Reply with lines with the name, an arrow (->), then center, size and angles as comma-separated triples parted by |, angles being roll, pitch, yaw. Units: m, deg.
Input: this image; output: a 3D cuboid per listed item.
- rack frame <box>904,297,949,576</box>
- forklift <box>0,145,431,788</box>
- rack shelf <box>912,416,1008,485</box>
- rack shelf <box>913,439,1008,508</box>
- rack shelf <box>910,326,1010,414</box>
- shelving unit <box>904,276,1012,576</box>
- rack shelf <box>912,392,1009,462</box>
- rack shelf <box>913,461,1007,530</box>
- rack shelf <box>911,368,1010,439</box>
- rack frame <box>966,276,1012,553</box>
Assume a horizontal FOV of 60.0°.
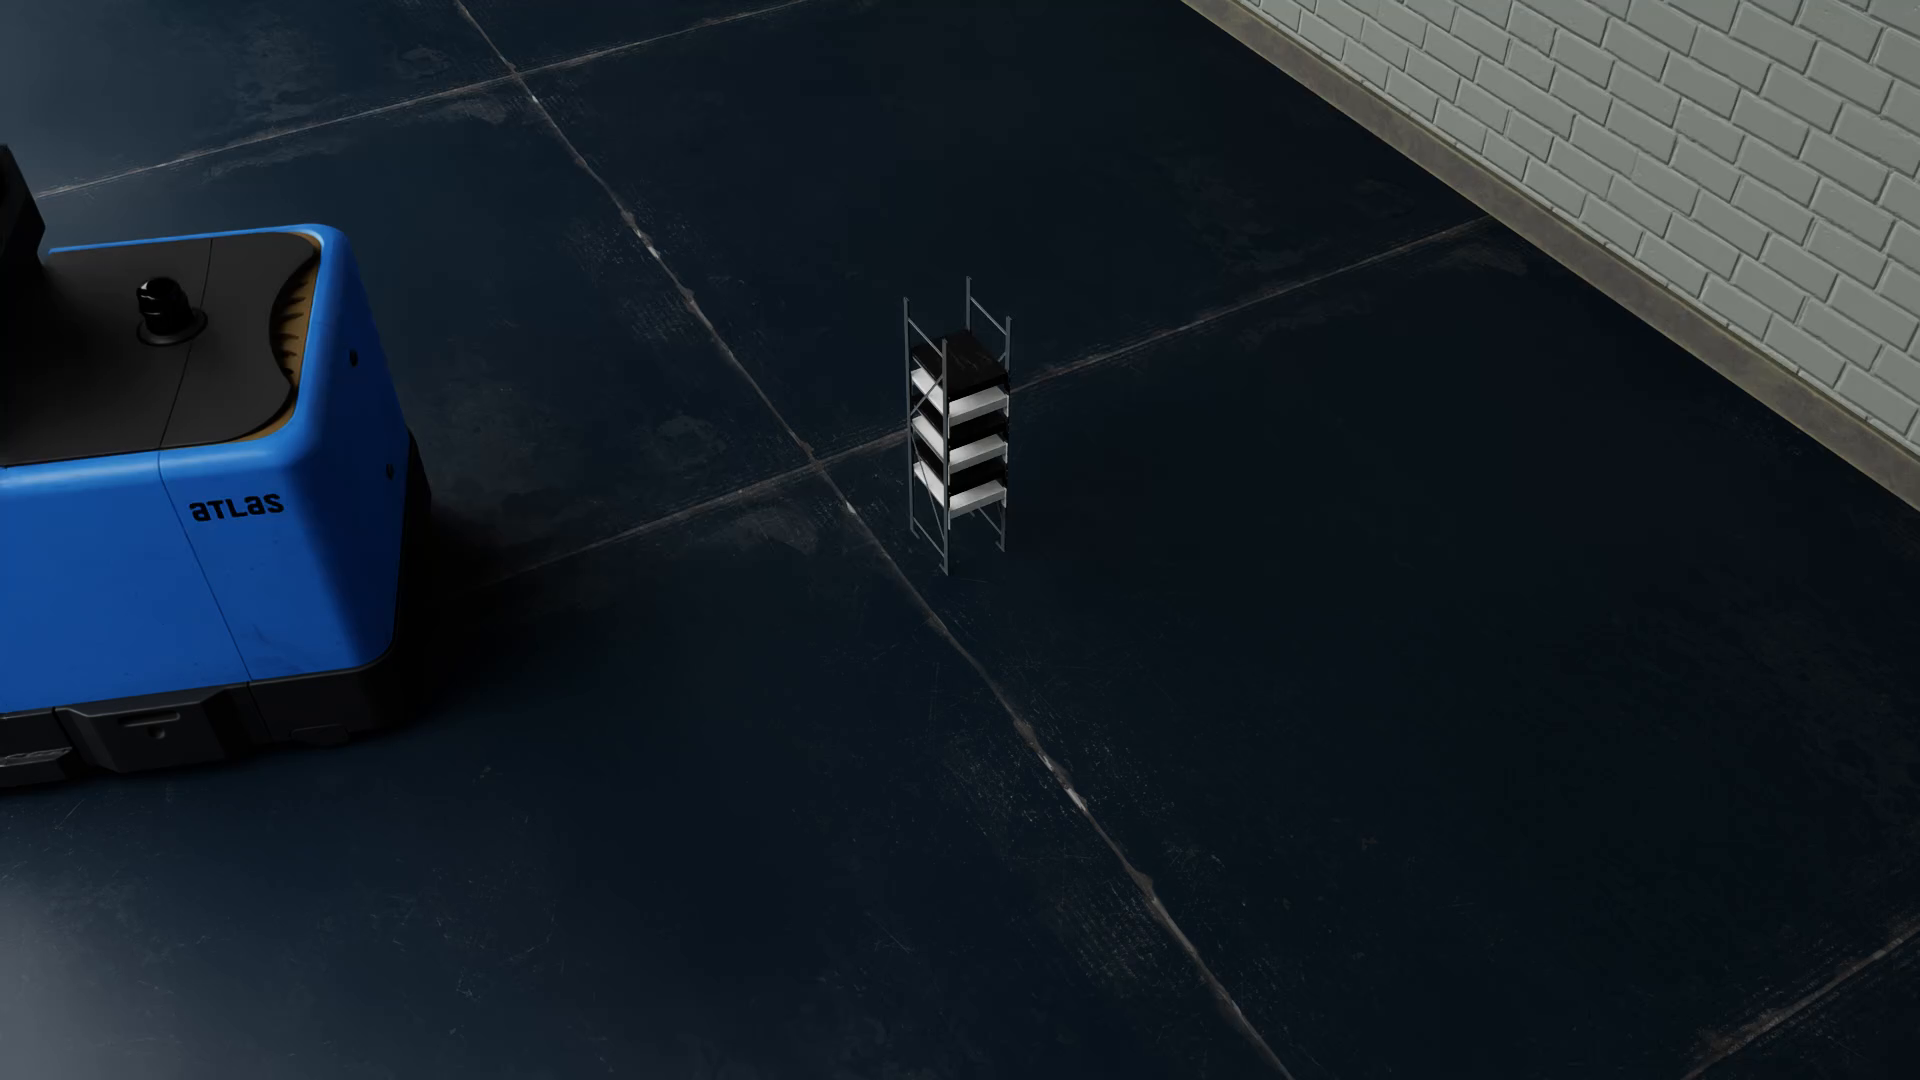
rack frame -> -0.095, -0.285, 4.897 | 0.006, 0.900, 0.240 | -22, 48, -21
forklift -> -3.097, -0.663, 3.828 | 3.031, 2.935, 1.130 | -7, 45, -7
rack shelf -> -0.007, -0.296, 4.957 | 0.200, 0.077, 0.258 | -22, 48, -21
rack shelf -> -0.007, -0.232, 5.020 | 0.200, 0.077, 0.258 | -22, 48, -21
rack shelf -> -0.007, -0.490, 4.769 | 0.200, 0.077, 0.258 | -22, 48, -21
shelving unit -> -0.007, -0.320, 4.934 | 0.210, 0.900, 0.258 | -22, 48, -21
rack shelf -> -0.007, -0.361, 4.894 | 0.200, 0.077, 0.258 | -22, 48, -21
rack shelf -> -0.007, -0.167, 5.082 | 0.200, 0.077, 0.258 | -22, 48, -21
rack shelf -> -0.007, -0.425, 4.832 | 0.200, 0.077, 0.258 | -22, 48, -21
rack frame -> 0.081, -0.355, 4.970 | 0.006, 0.900, 0.240 | -22, 48, -21
